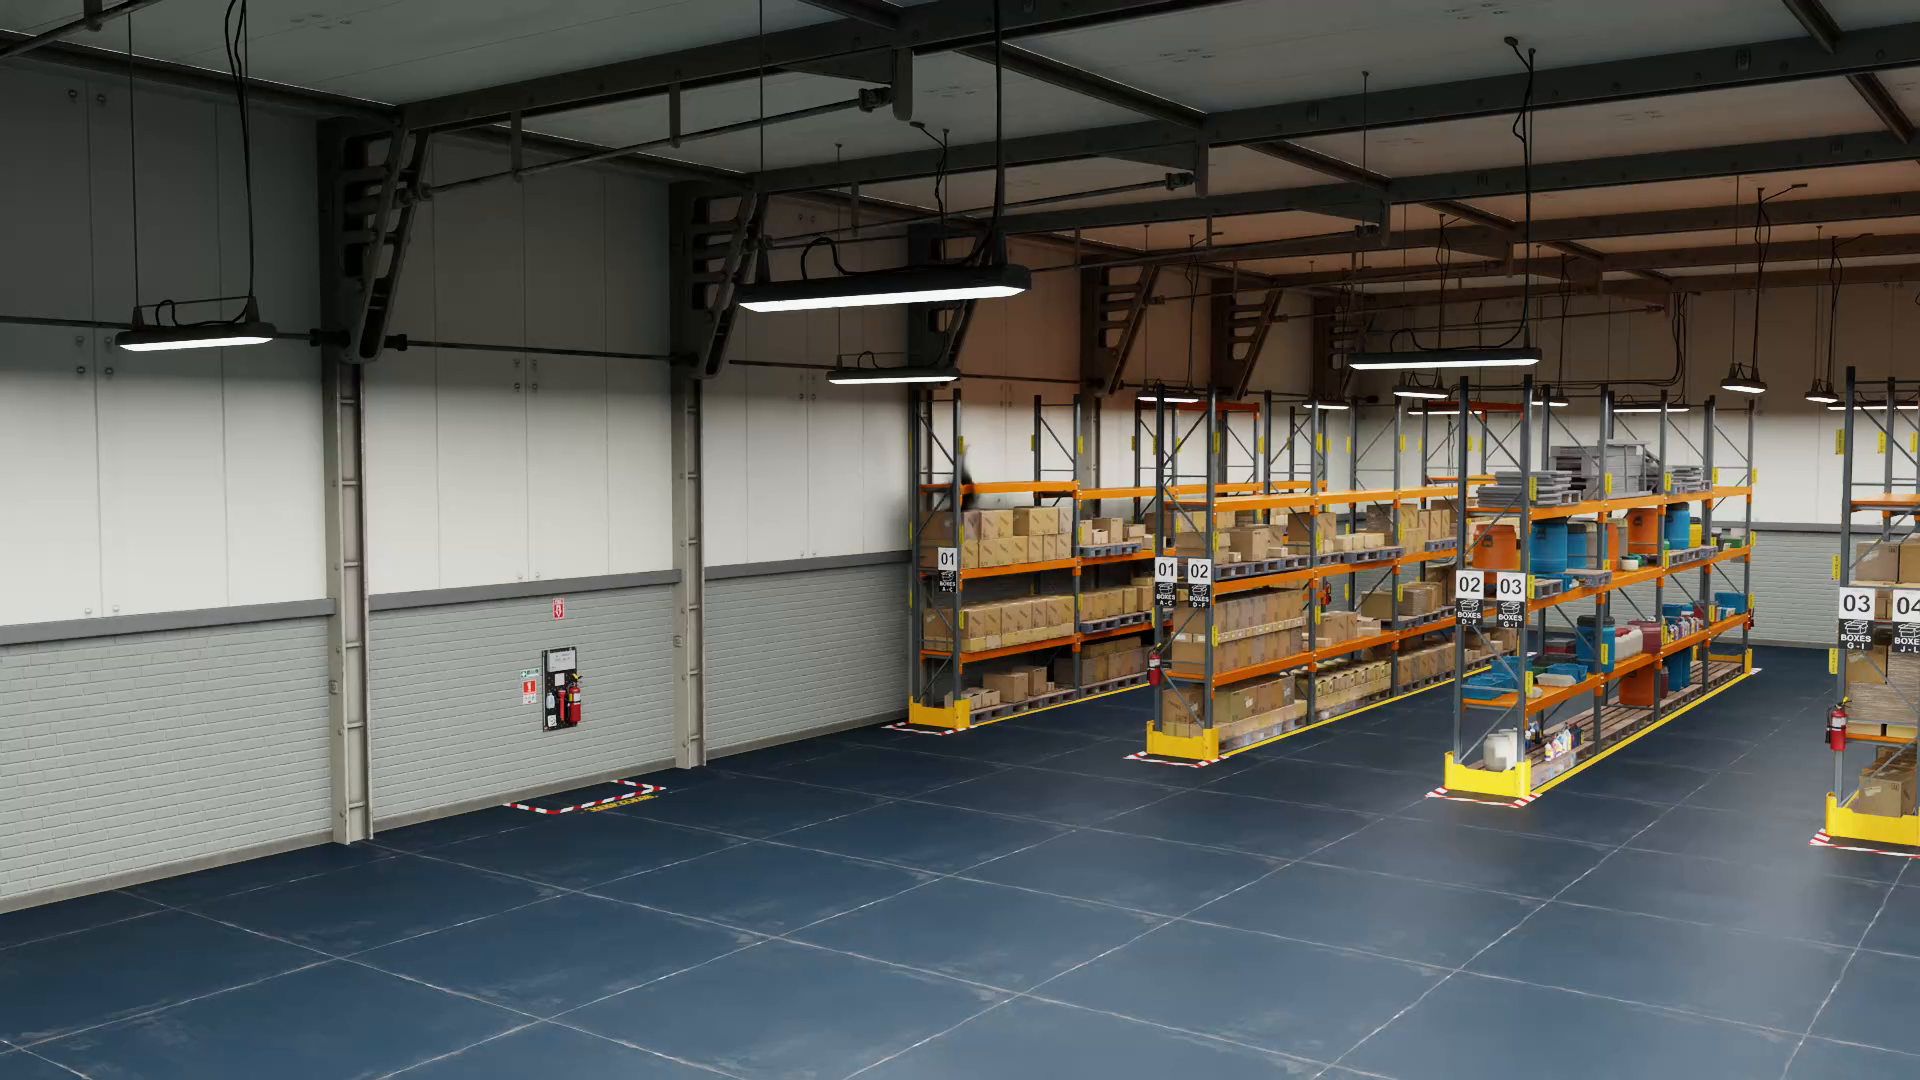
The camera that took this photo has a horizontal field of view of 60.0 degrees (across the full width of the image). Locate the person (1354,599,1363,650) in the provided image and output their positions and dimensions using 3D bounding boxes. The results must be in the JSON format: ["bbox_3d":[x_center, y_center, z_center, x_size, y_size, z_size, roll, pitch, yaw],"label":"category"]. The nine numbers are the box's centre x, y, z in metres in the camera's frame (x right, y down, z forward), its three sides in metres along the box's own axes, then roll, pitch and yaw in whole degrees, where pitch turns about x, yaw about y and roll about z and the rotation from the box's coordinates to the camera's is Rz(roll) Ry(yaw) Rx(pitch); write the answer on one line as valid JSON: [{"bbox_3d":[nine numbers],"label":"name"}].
[{"bbox_3d":[9.312,2.067,38.280,0.711,1.484,1.056,2,4,25],"label":"person"}]
